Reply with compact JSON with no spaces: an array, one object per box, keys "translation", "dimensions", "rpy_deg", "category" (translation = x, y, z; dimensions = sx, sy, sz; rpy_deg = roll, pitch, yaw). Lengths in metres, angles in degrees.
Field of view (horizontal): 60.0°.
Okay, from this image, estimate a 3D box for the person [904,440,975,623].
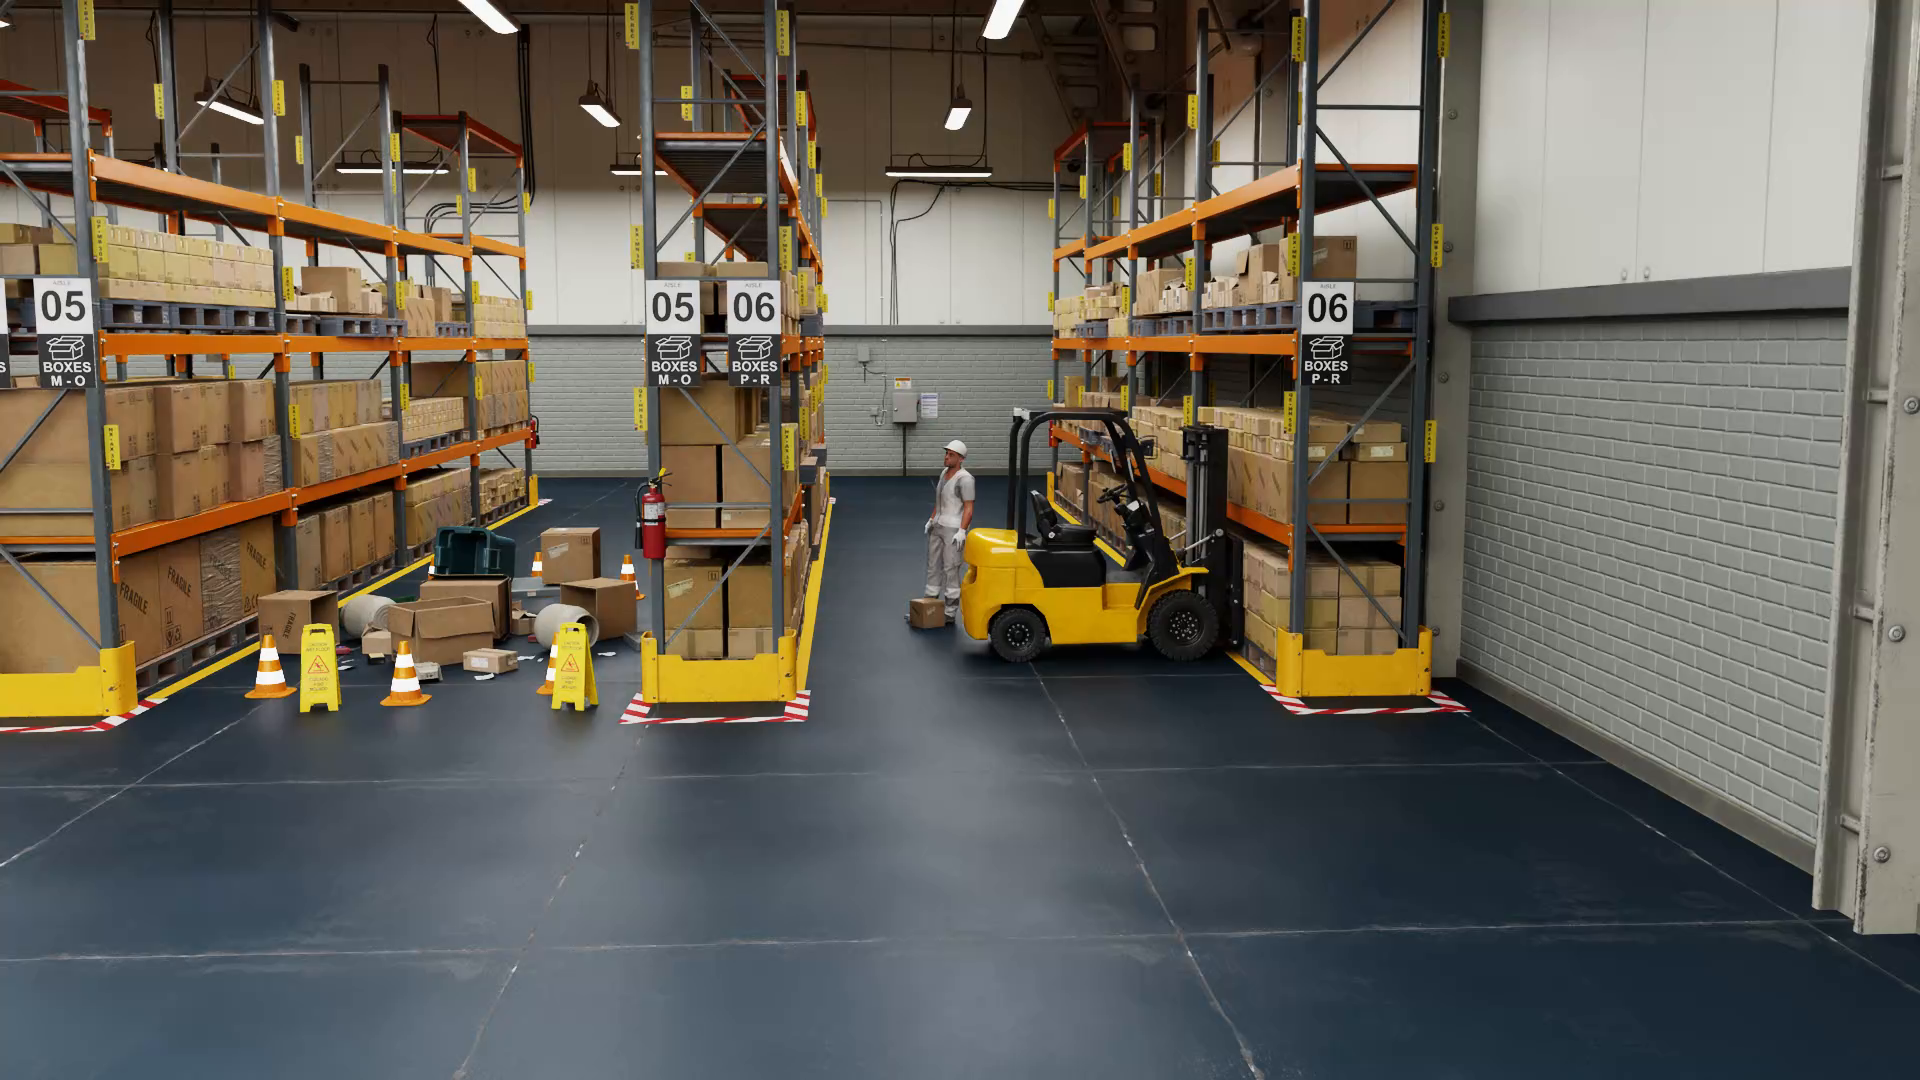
[{"translation":[-0.176,-0.077,16.207],"dimensions":[0.563,1.789,0.638],"rpy_deg":[-4,8,-33],"category":"person"}]
